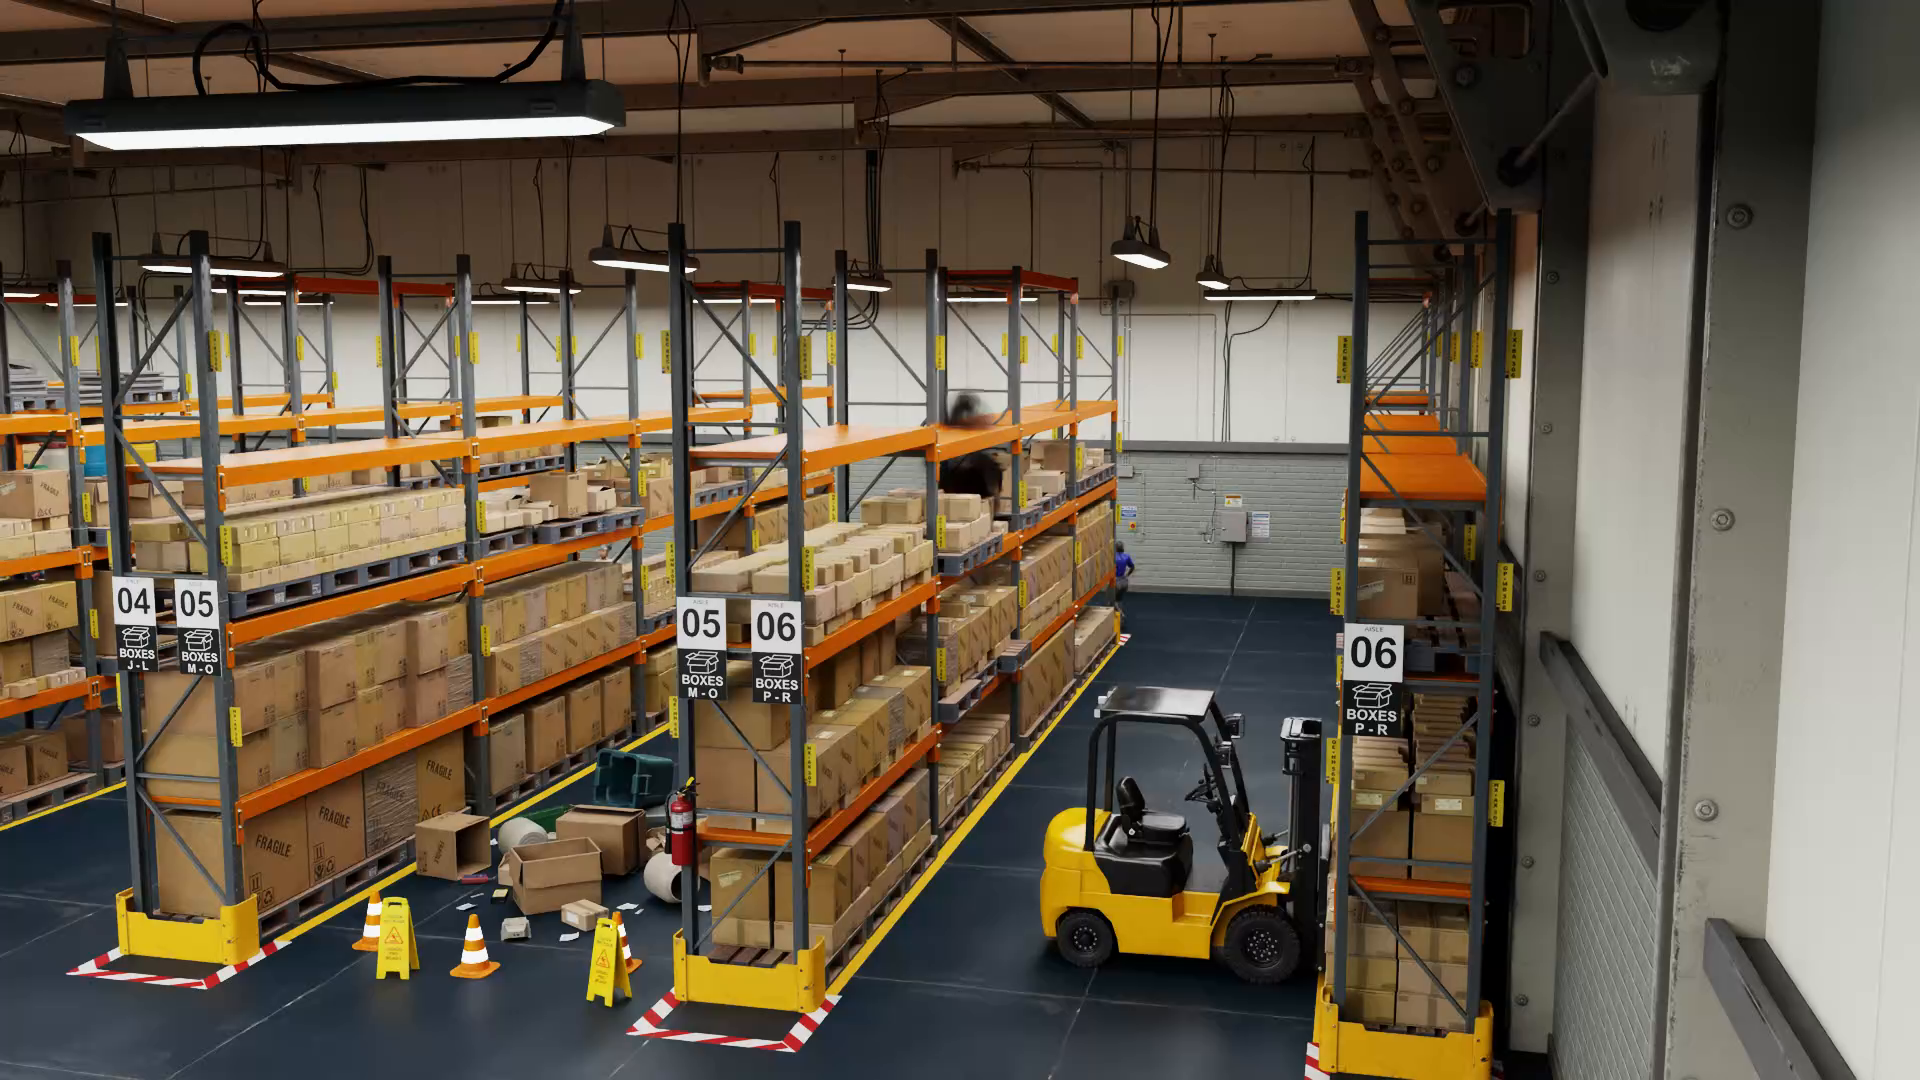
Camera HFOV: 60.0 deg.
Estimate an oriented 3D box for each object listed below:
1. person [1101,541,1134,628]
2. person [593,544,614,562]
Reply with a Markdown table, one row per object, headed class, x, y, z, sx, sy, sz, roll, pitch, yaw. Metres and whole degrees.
| class | x | y | z | sx | sy | sz | roll | pitch | yaw |
| --- | --- | --- | --- | --- | --- | --- | --- | --- | --- |
| person | 2.767 | 0.791 | 29.507 | 0.632 | 1.606 | 0.486 | -4 | 8 | -32 |
| person | -6.151 | 0.855 | 28.848 | 0.617 | 1.647 | 0.575 | 1 | 7 | 6 |
